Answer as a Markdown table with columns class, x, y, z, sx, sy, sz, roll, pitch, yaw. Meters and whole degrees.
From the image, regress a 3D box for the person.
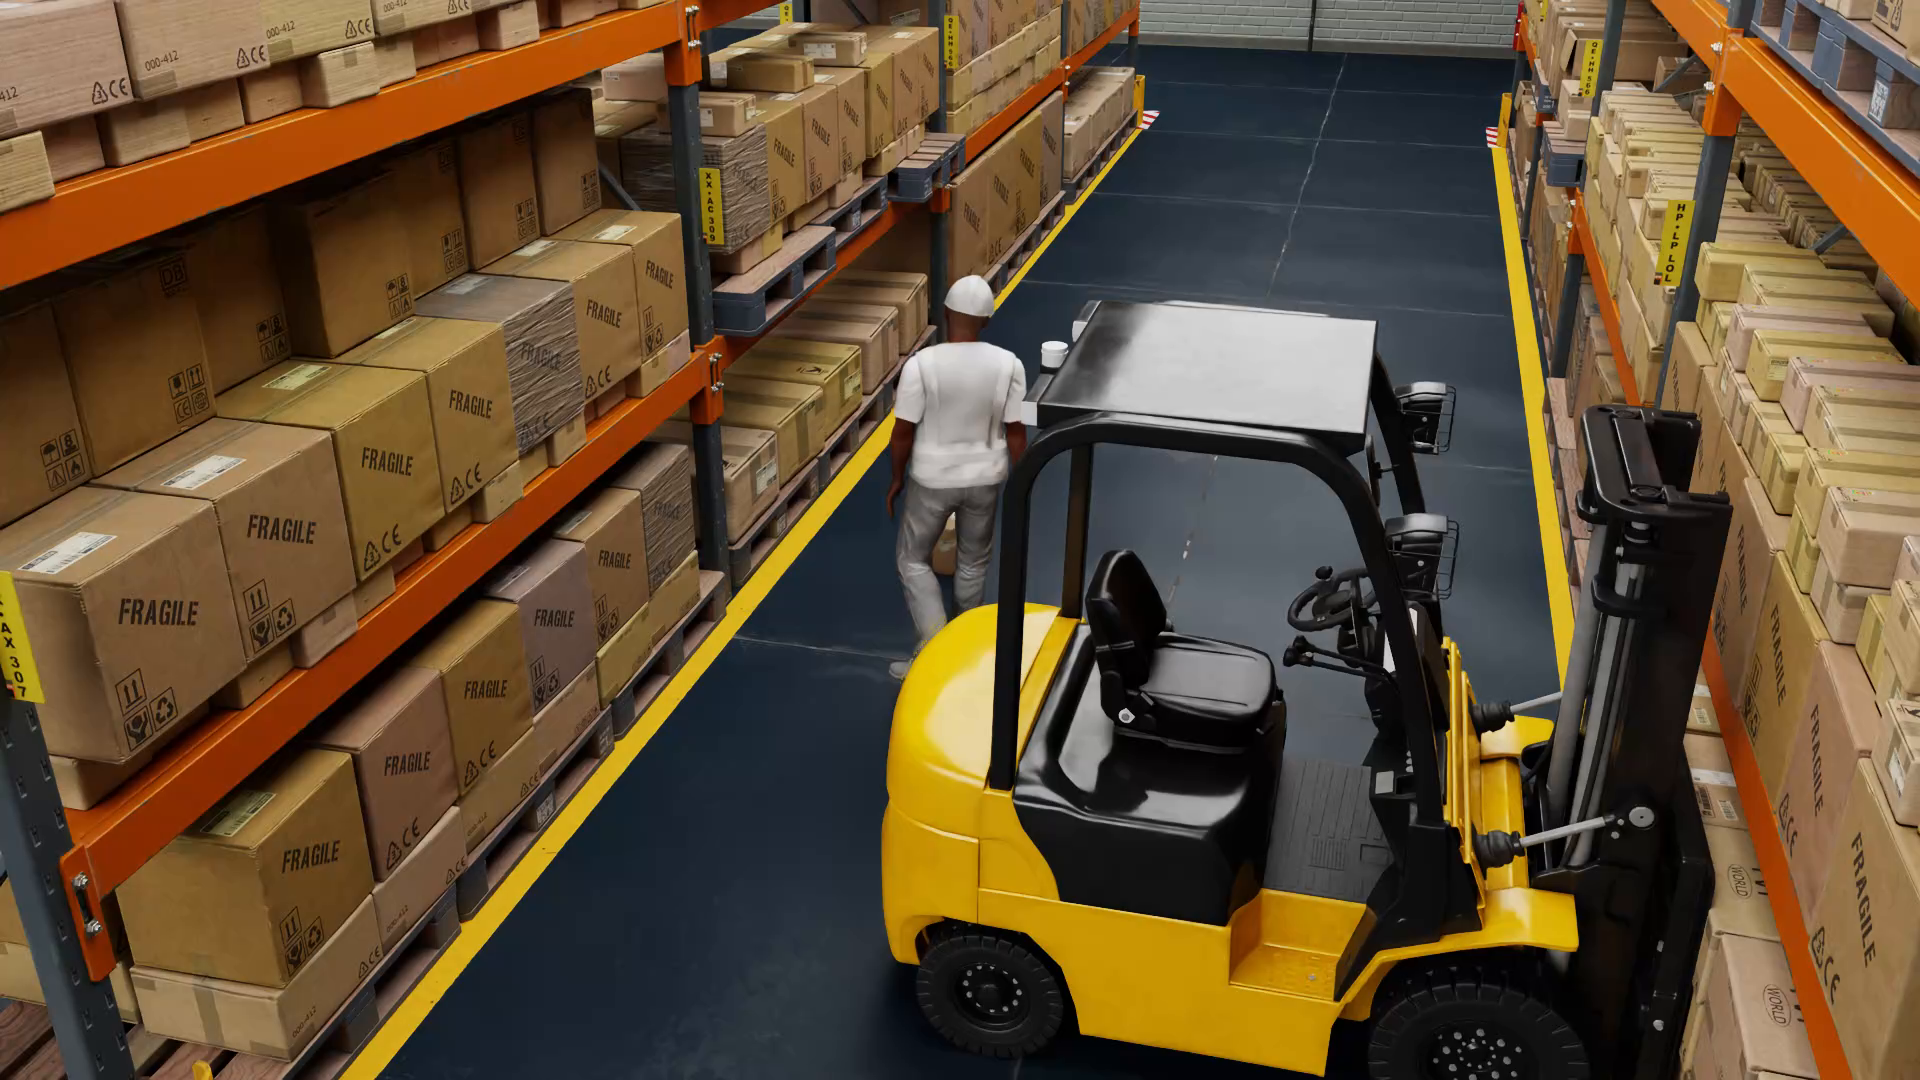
| class | x | y | z | sx | sy | sz | roll | pitch | yaw |
| --- | --- | --- | --- | --- | --- | --- | --- | --- | --- |
| person | -0.018 | -0.226 | 7.028 | 0.635 | 1.761 | 0.590 | -5 | 26 | -10 |
